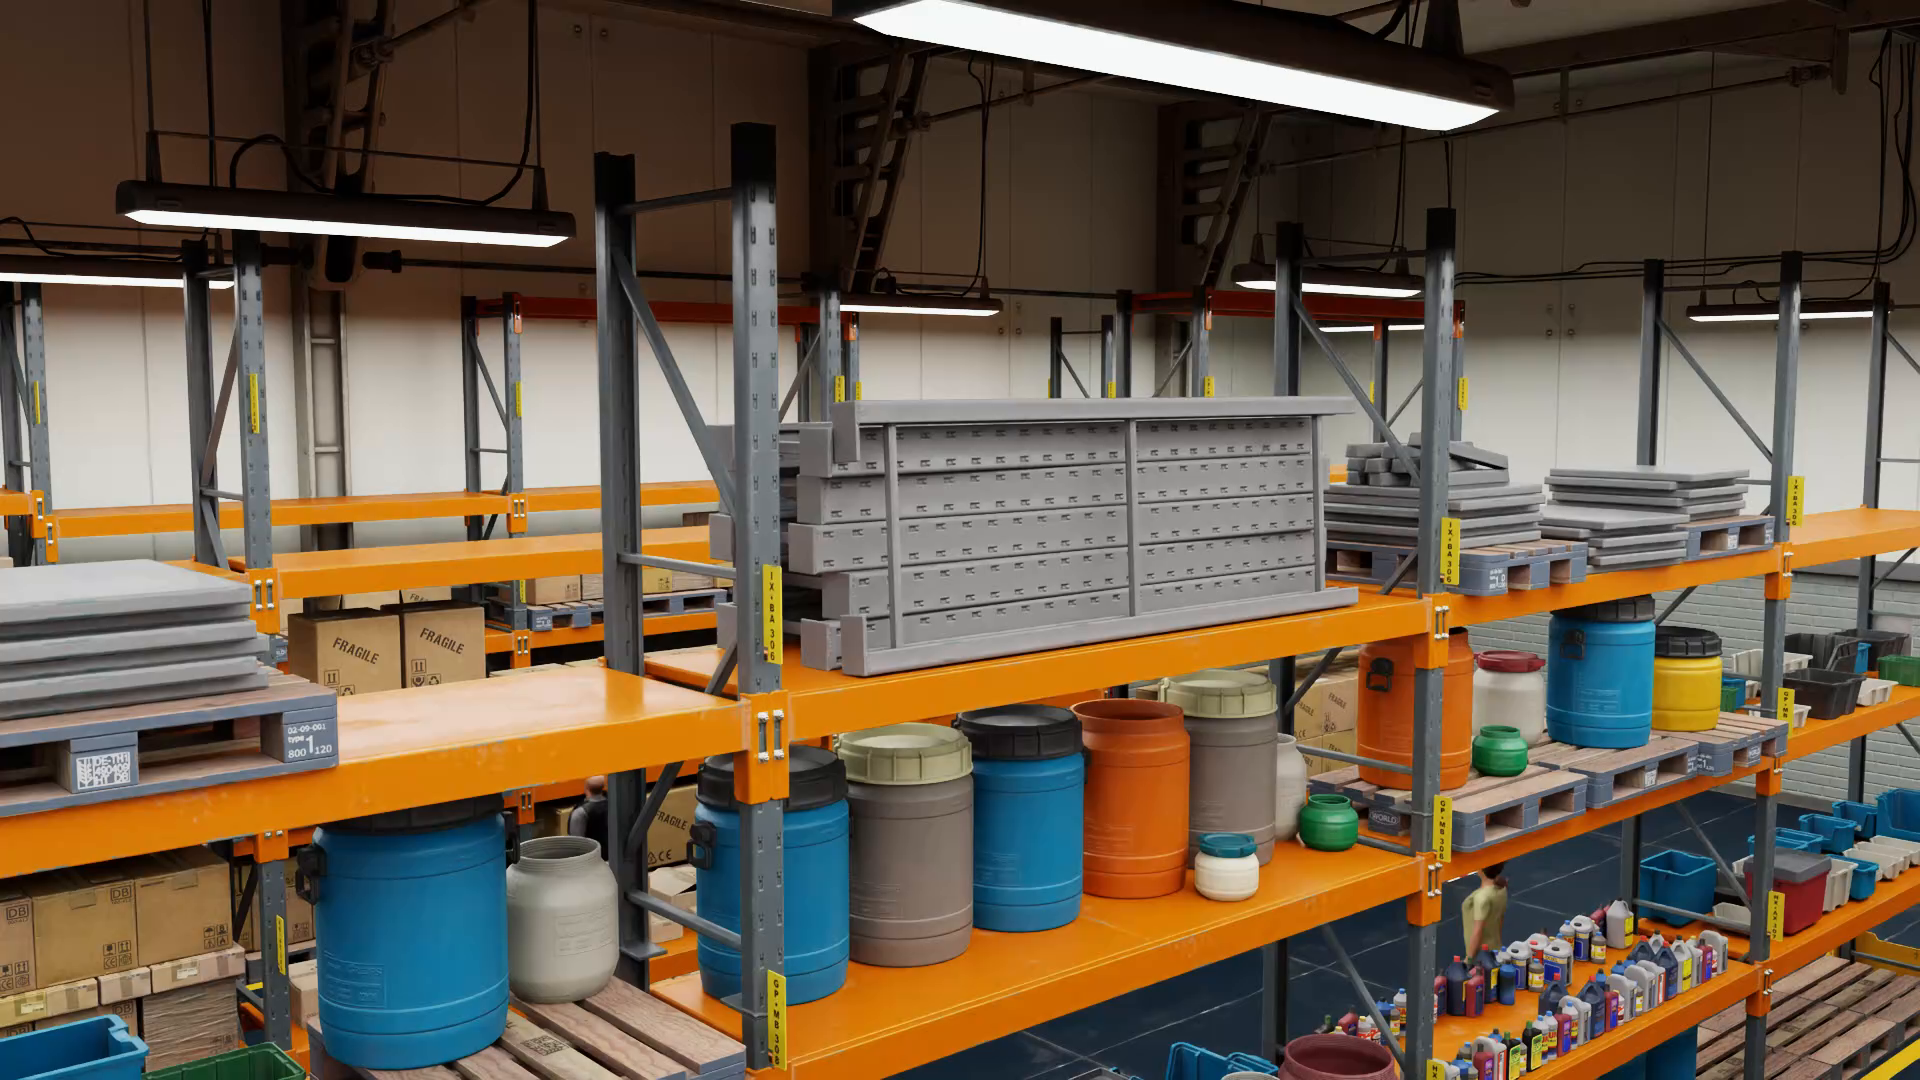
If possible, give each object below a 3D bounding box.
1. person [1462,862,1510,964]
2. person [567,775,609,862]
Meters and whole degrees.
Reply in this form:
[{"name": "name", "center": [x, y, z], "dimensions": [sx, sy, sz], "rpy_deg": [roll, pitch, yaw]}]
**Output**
[{"name": "person", "center": [3.944, 3.163, 12.535], "dimensions": [0.343, 1.705, 0.483], "rpy_deg": [2, 6, 21]}, {"name": "person", "center": [-3.284, 2.915, 14.778], "dimensions": [0.372, 1.744, 0.566], "rpy_deg": [4, 7, 37]}]
